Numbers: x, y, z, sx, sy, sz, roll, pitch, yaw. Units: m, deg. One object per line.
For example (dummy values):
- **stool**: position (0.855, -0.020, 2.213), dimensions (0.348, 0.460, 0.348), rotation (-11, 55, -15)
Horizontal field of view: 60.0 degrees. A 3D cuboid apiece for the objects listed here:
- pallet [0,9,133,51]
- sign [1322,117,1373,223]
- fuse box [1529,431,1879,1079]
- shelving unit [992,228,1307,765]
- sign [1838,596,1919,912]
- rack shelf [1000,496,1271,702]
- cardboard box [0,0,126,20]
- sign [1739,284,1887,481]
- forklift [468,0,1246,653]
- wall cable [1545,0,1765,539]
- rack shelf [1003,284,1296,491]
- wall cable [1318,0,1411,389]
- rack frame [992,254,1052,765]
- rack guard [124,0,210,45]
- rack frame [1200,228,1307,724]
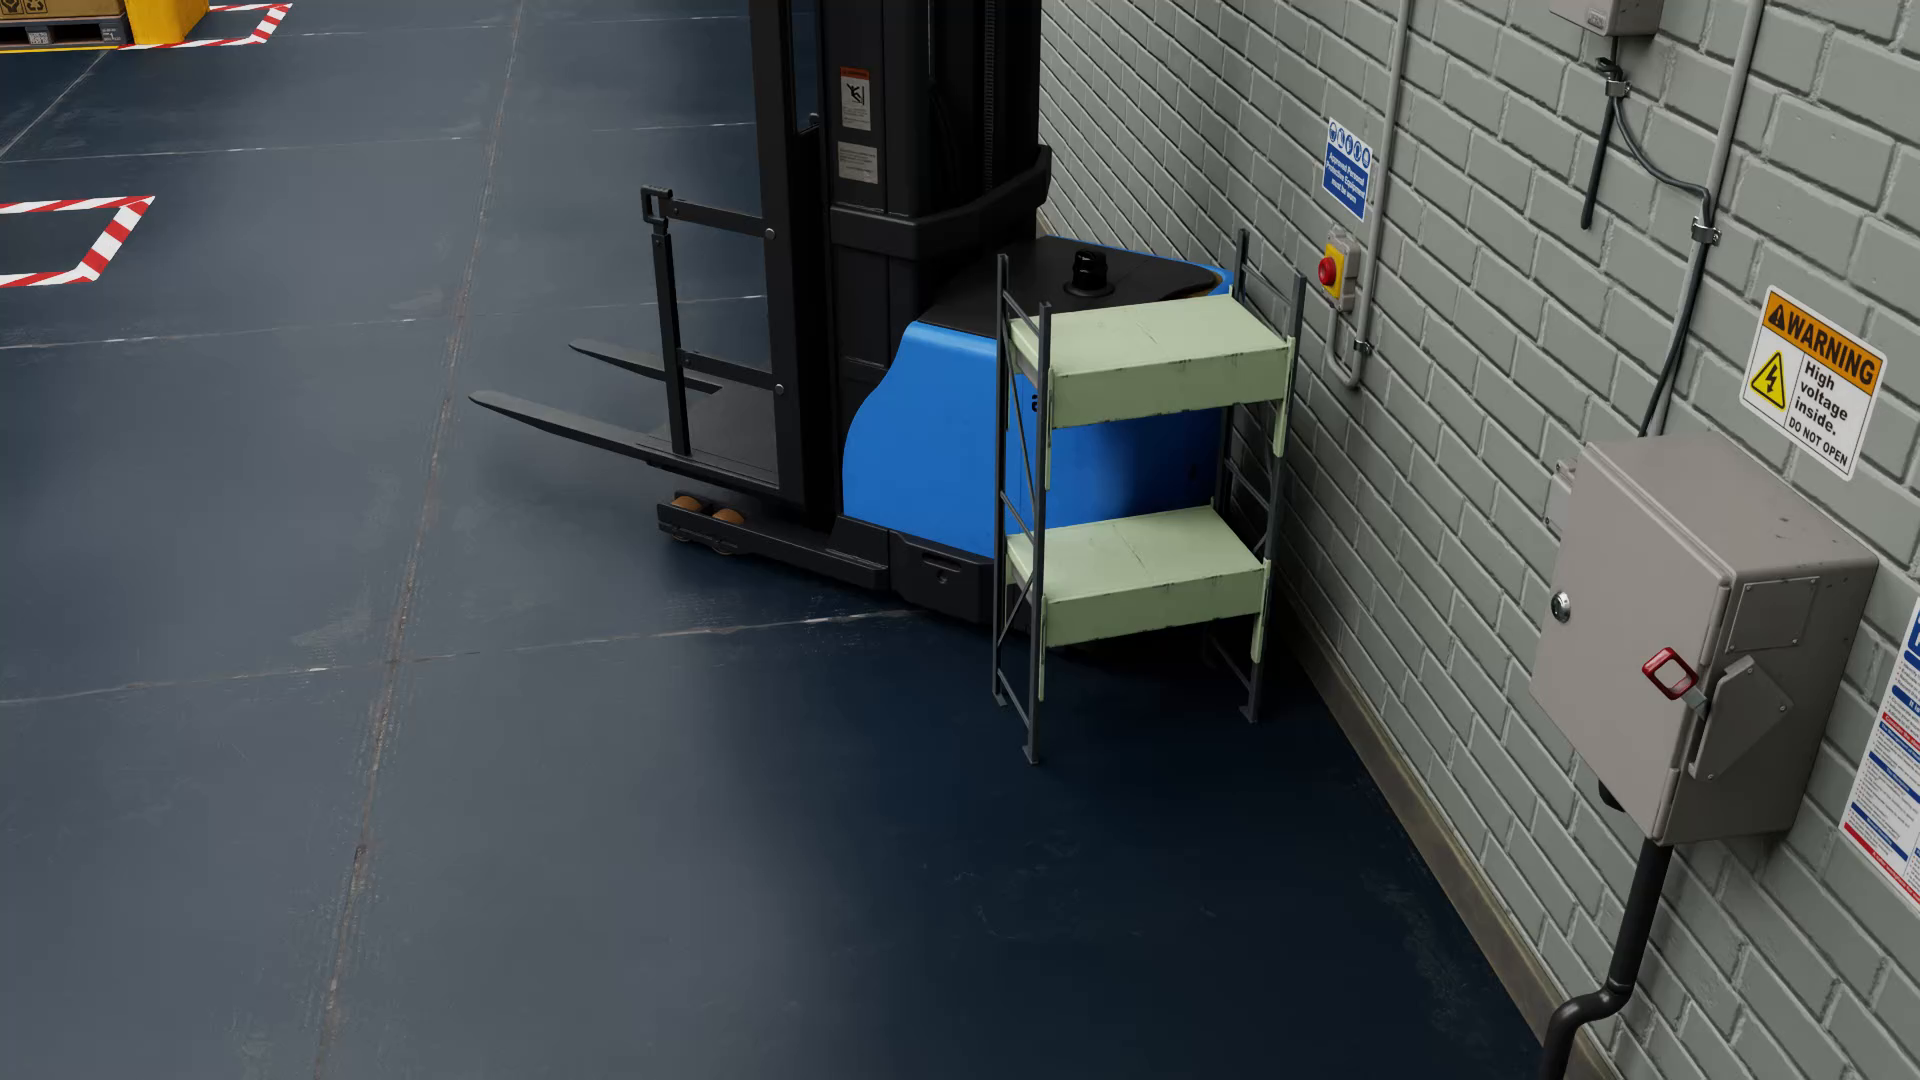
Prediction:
- **pallet**: position (-7.019, -4.043, 12.917), dimensions (1.213, 0.211, 1.003), rotation (-5, 31, -9)
- **sign**: position (1.133, -1.088, 4.875), dimensions (0.001, 0.218, 0.327), rotation (-5, 31, -9)
- **fuse box**: position (1.316, 0.674, 3.416), dimensions (0.414, 1.711, 0.539), rotation (-5, 31, -9)
- **shelving unit**: position (0.523, -0.109, 4.956), dimensions (0.755, 1.500, 0.431), rotation (-9, 32, -14)
- **sign**: position (1.609, 0.387, 2.727), dimensions (0.001, 0.494, 0.329), rotation (-5, 31, -9)
- **rack shelf**: position (0.523, 0.172, 5.121), dimensions (0.720, 0.370, 0.431), rotation (-9, 32, -14)
- **cardboard box**: position (-6.861, -4.524, 12.666), dimensions (0.875, 0.875, 0.875), rotation (-5, 31, -9)
- **sign**: position (1.510, -0.284, 2.959), dimensions (0.001, 0.242, 0.339), rotation (-5, 31, -9)
- **forklift**: position (-0.540, -1.422, 5.777), dimensions (3.031, 2.935, 1.130), rotation (16, 34, 26)
- **wall cable**: position (1.348, -0.674, 3.435), dimensions (0.122, 1.984, 0.588), rotation (-5, 31, -9)
- **rack shelf**: position (0.523, -0.446, 4.758), dimensions (0.720, 0.370, 0.431), rotation (-9, 32, -14)
- **wall cable**: position (1.081, -1.394, 4.628), dimensions (0.123, 1.953, 0.585), rotation (-5, 31, -9)
- **rack frame**: position (0.172, -0.057, 4.867), dimensions (0.023, 1.500, 0.400), rotation (-9, 32, -14)
- **rack guard**: position (-6.223, -4.281, 13.038), dimensions (0.348, 0.500, 1.175), rotation (-5, 31, -9)
- **rack frame**: position (0.874, -0.162, 5.046), dimensions (0.023, 1.500, 0.400), rotation (-9, 32, -14)
